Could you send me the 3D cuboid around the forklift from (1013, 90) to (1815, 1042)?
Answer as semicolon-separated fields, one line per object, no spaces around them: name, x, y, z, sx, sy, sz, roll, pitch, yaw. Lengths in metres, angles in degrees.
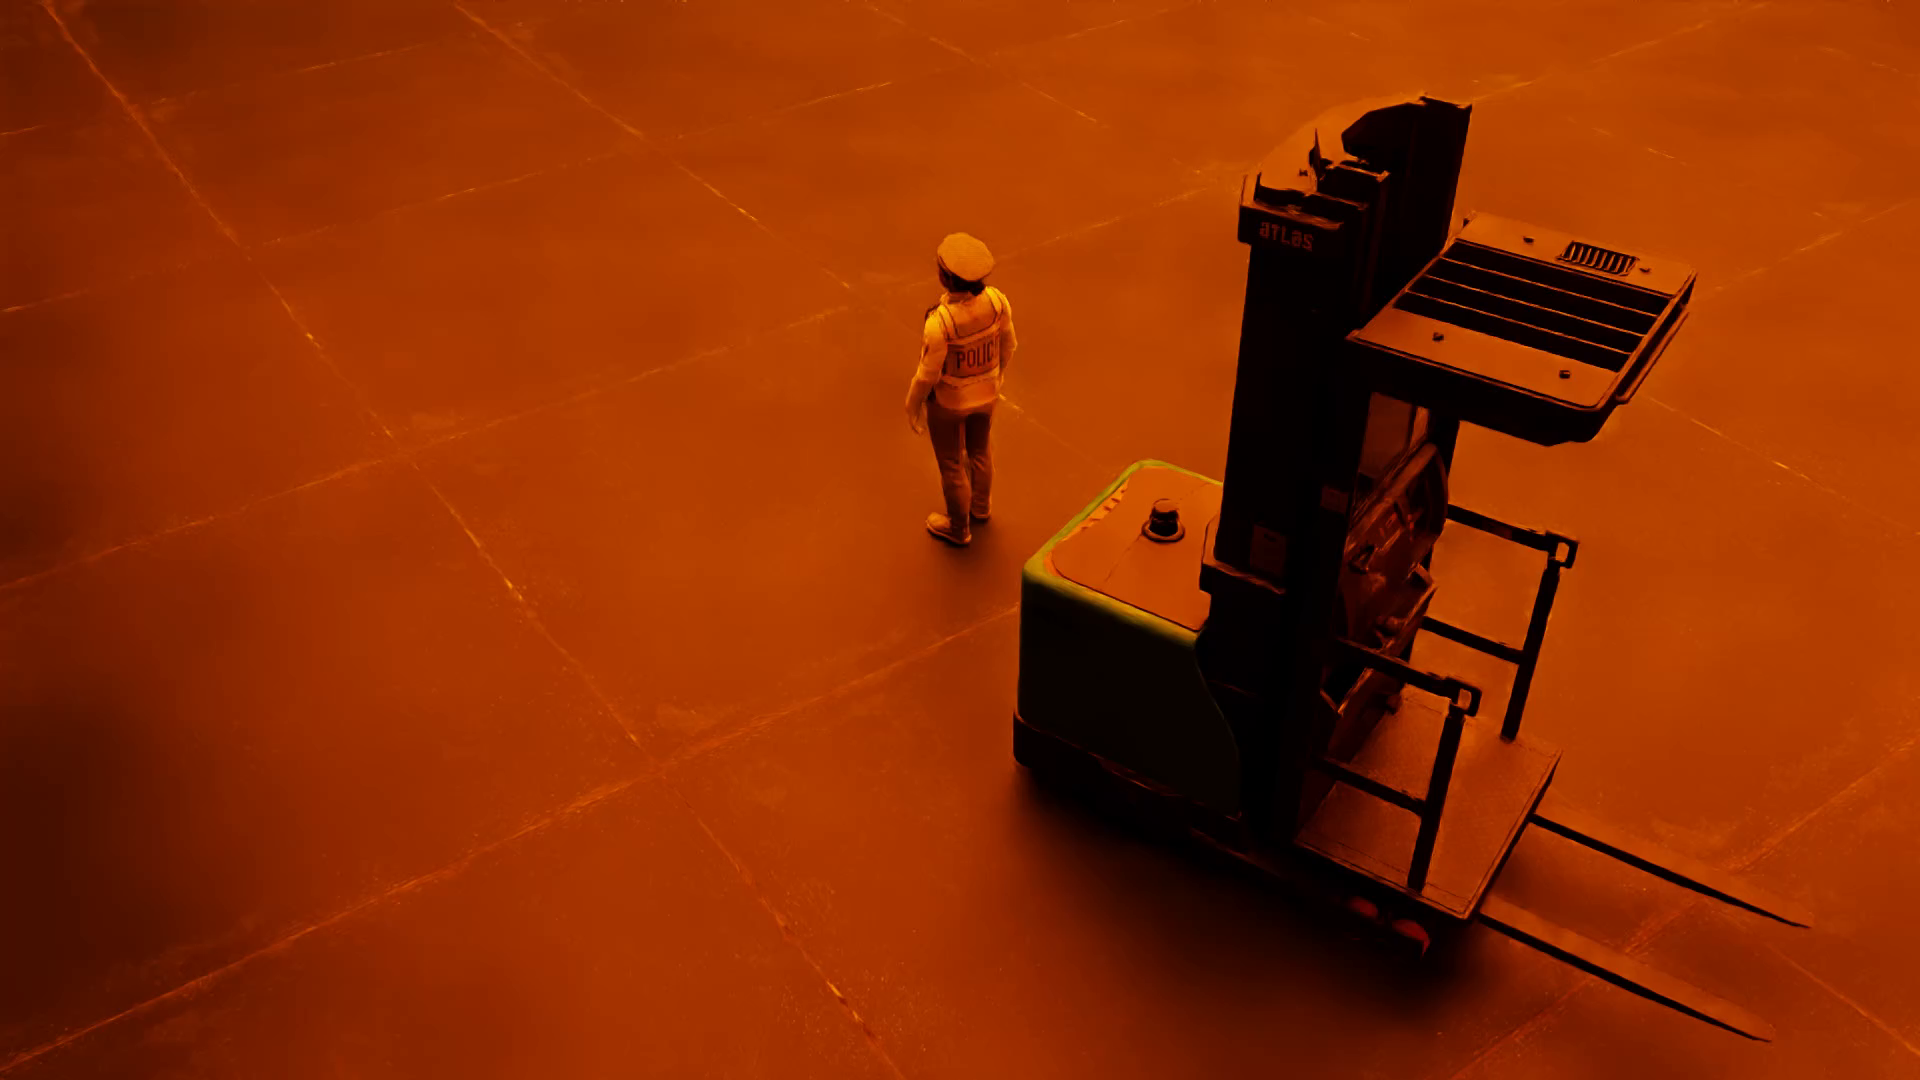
forklift;1.728;0.049;5.878;3.031;2.935;1.130;22;42;27

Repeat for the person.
person;-0.034;-0.723;7.949;0.586;1.695;0.533;-23;42;-28
